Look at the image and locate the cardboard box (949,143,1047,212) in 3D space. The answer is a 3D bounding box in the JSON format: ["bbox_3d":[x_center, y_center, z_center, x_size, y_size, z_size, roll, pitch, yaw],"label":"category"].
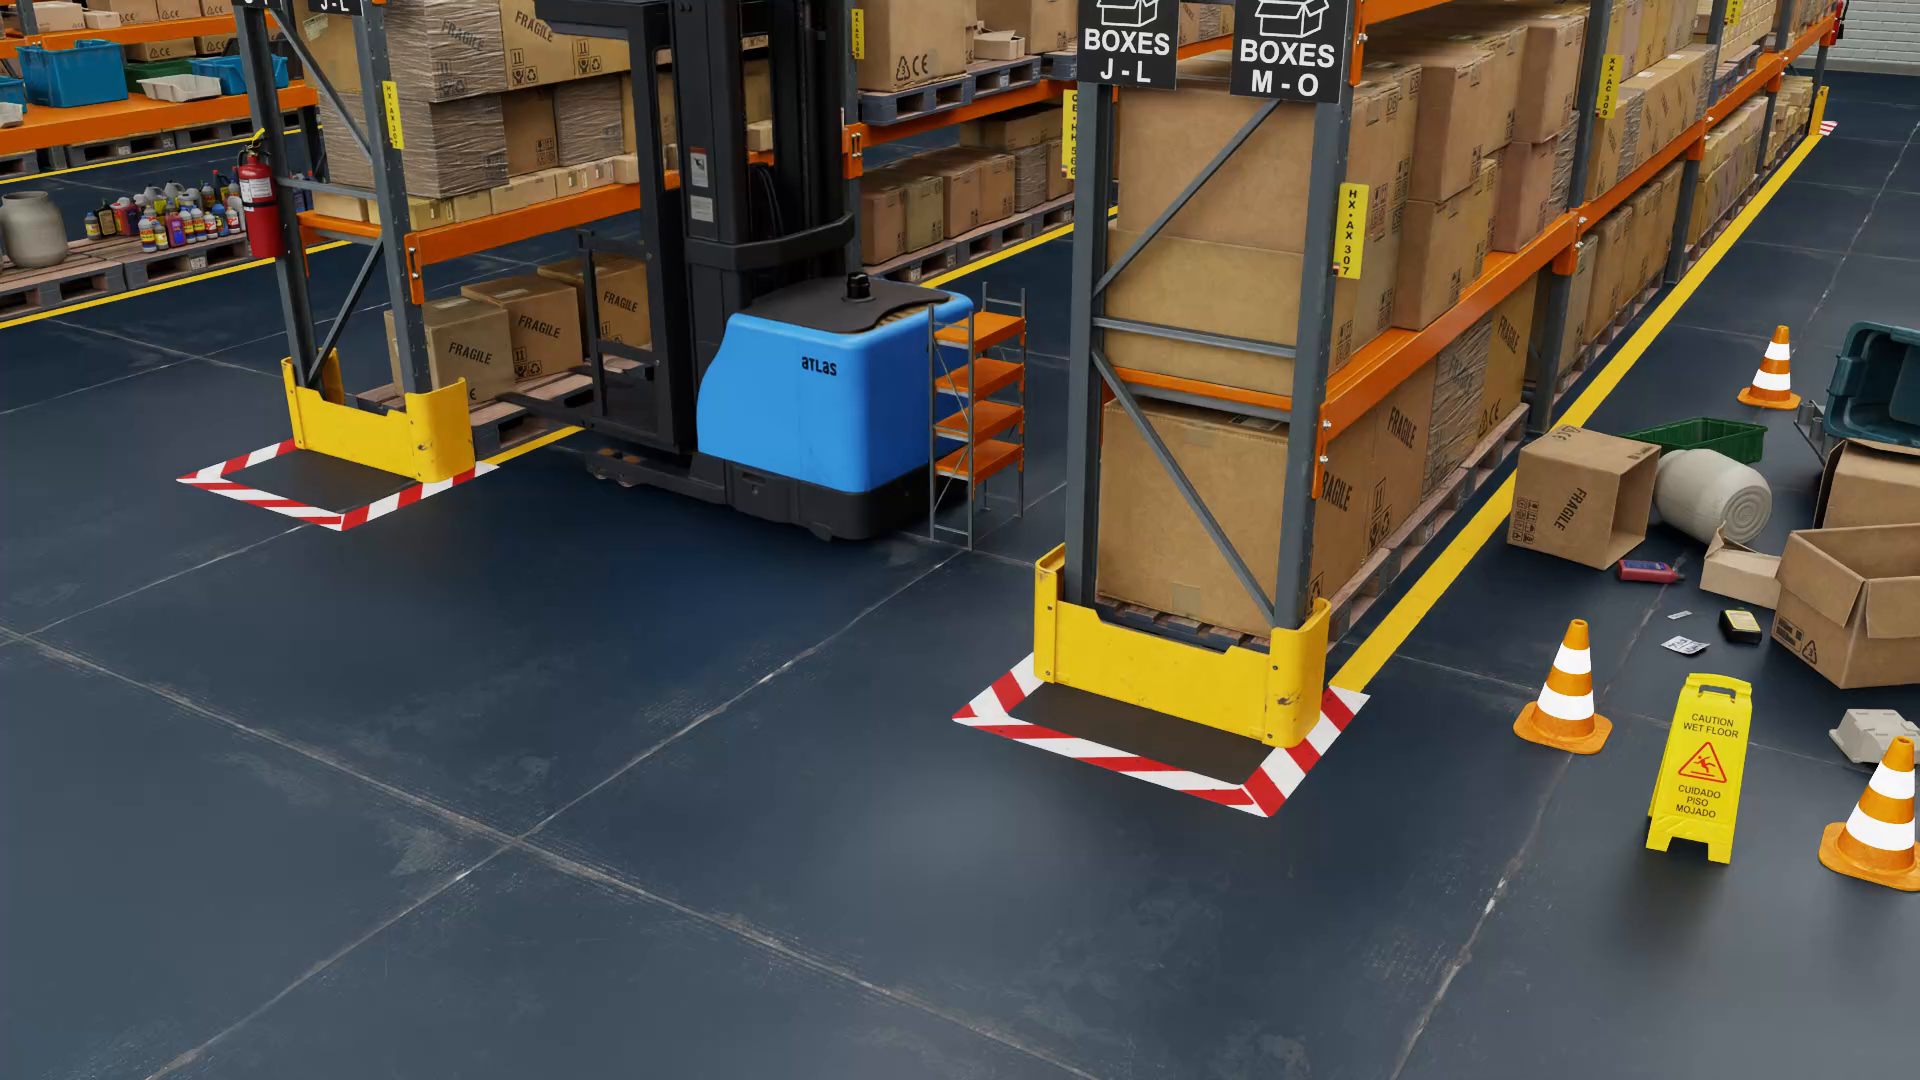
[{"bbox_3d":[0.324,-3.162,14.370,0.700,0.500,0.500,11,26,25],"label":"cardboard box"}]

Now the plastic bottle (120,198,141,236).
[{"bbox_3d":[-6.643,-2.589,13.321,0.061,0.283,0.133,14,27,29],"label":"plastic bottle"}]

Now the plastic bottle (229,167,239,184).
[{"bbox_3d":[-6.154,-3.016,14.221,0.144,0.351,0.185,15,27,30],"label":"plastic bottle"}]

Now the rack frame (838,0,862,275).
[{"bbox_3d":[-1.168,-3.177,11.813,1.000,3.000,0.127,14,27,29],"label":"rack frame"}]

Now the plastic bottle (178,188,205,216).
[{"bbox_3d":[-6.339,-2.752,13.706,0.152,0.276,0.135,14,27,29],"label":"plastic bottle"}]

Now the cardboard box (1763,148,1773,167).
[{"bbox_3d":[7.677,-3.744,16.182,0.380,0.149,0.250,13,26,27],"label":"cardboard box"}]

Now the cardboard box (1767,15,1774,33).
[{"bbox_3d":[7.171,-4.706,15.132,0.380,0.149,0.250,13,27,28],"label":"cardboard box"}]

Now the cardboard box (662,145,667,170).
[{"bbox_3d":[-2.032,-2.356,10.233,0.380,0.149,0.250,14,27,29],"label":"cardboard box"}]

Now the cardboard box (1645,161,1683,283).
[{"bbox_3d":[4.705,-2.427,12.384,1.050,0.750,0.750,13,27,28],"label":"cardboard box"}]

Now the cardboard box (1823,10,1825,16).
[{"bbox_3d":[9.227,-5.793,18.172,0.380,0.149,0.250,14,27,29],"label":"cardboard box"}]

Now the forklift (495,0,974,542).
[{"bbox_3d":[-1.411,-1.781,8.674,3.031,2.935,1.130,16,28,32],"label":"forklift"}]

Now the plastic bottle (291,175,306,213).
[{"bbox_3d":[-5.572,-2.859,13.859,0.144,0.351,0.185,12,26,26],"label":"plastic bottle"}]

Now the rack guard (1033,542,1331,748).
[{"bbox_3d":[0.870,0.402,6.693,1.175,0.500,0.348,14,27,29],"label":"rack guard"}]

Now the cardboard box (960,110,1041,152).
[{"bbox_3d":[0.343,-3.513,14.237,0.500,0.250,0.500,17,29,35],"label":"cardboard box"}]

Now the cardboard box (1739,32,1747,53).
[{"bbox_3d":[6.346,-4.175,13.907,0.380,0.149,0.250,13,27,27],"label":"cardboard box"}]

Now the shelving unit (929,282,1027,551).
[{"bbox_3d":[0.087,-0.606,8.141,0.258,1.200,0.503,14,27,29],"label":"shelving unit"}]

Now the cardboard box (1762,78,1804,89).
[{"bbox_3d":[9.077,-5.007,18.350,0.380,0.149,0.250,14,27,30],"label":"cardboard box"}]

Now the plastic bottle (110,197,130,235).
[{"bbox_3d":[-6.733,-2.608,13.373,0.152,0.276,0.135,14,27,29],"label":"plastic bottle"}]

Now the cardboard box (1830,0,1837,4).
[{"bbox_3d":[9.304,-6.131,18.135,0.500,0.500,0.500,14,27,30],"label":"cardboard box"}]

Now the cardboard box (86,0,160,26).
[{"bbox_3d":[-8.885,-5.734,17.593,0.500,0.500,0.500,16,28,33],"label":"cardboard box"}]

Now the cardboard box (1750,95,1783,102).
[{"bbox_3d":[8.253,-4.481,17.136,0.380,0.149,0.250,13,26,27],"label":"cardboard box"}]

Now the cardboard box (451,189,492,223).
[{"bbox_3d":[-2.777,-1.838,9.037,0.380,0.149,0.250,14,27,29],"label":"cardboard box"}]

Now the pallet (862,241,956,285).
[{"bbox_3d":[-0.759,-2.161,12.975,1.003,0.211,1.213,14,27,29],"label":"pallet"}]

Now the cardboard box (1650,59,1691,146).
[{"bbox_3d":[4.565,-2.954,11.173,0.500,0.500,0.500,13,27,28],"label":"cardboard box"}]

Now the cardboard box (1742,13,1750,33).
[{"bbox_3d":[6.345,-4.316,13.856,0.380,0.149,0.250,15,28,31],"label":"cardboard box"}]

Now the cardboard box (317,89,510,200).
[{"bbox_3d":[-2.965,-2.189,9.031,0.875,0.500,0.500,14,27,29],"label":"cardboard box"}]

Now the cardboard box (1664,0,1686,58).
[{"bbox_3d":[4.591,-3.638,11.493,0.700,0.500,0.500,13,27,28],"label":"cardboard box"}]

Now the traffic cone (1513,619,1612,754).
[{"bbox_3d":[2.369,0.529,6.446,0.336,0.463,0.334,14,27,29],"label":"traffic cone"}]

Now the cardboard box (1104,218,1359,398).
[{"bbox_3d":[1.040,-0.957,6.496,0.875,0.550,0.550,14,27,29],"label":"cardboard box"}]

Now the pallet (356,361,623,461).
[{"bbox_3d":[-2.779,-0.840,9.924,1.003,0.211,1.213,14,27,29],"label":"pallet"}]

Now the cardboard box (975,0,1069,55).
[{"bbox_3d":[0.481,-4.366,13.905,0.700,0.500,0.500,19,30,37],"label":"cardboard box"}]

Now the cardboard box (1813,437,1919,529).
[{"bbox_3d":[4.403,-0.108,7.695,0.797,0.637,0.503,14,27,29],"label":"cardboard box"}]

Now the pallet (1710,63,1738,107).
[{"bbox_3d":[5.388,-3.628,13.097,1.213,0.211,1.003,14,27,29],"label":"pallet"}]

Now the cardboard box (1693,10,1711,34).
[{"bbox_3d":[5.513,-3.921,12.570,0.380,0.149,0.250,14,27,29],"label":"cardboard box"}]

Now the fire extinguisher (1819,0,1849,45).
[{"bbox_3d":[9.847,-5.935,18.752,0.296,0.674,0.183,14,27,29],"label":"fire extinguisher"}]

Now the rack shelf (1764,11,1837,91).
[{"bbox_3d":[8.267,-5.149,17.273,1.077,0.370,4.000,14,27,29],"label":"rack shelf"}]

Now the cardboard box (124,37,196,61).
[{"bbox_3d":[-11.183,-7.068,22.979,0.750,0.750,0.750,13,27,28],"label":"cardboard box"}]

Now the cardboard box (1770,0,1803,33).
[{"bbox_3d":[7.688,-5.100,15.756,0.500,0.500,0.500,13,27,28],"label":"cardboard box"}]

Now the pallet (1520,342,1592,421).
[{"bbox_3d":[3.335,-1.100,10.526,1.003,0.211,1.213,14,27,29],"label":"pallet"}]

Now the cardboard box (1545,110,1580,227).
[{"bbox_3d":[2.808,-2.045,9.010,0.875,0.550,0.550,14,27,29],"label":"cardboard box"}]

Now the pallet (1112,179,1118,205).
[{"bbox_3d":[1.422,-3.498,16.064,1.003,0.211,1.213,14,27,29],"label":"pallet"}]

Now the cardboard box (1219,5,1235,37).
[{"bbox_3d":[2.500,-5.365,16.741,0.500,0.500,0.500,14,27,28],"label":"cardboard box"}]

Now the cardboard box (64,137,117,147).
[{"bbox_3d":[-9.159,-4.269,17.269,0.500,0.250,0.500,13,27,28],"label":"cardboard box"}]

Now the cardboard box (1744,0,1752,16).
[{"bbox_3d":[6.337,-4.447,13.785,0.380,0.149,0.250,13,27,28],"label":"cardboard box"}]

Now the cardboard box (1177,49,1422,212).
[{"bbox_3d":[1.323,-1.640,6.715,0.875,0.550,0.550,14,27,29],"label":"cardboard box"}]

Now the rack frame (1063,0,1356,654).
[{"bbox_3d":[0.882,-0.754,6.215,1.000,3.000,0.127,14,27,29],"label":"rack frame"}]

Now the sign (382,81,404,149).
[{"bbox_3d":[-2.817,-2.111,8.260,0.100,0.325,0.005,14,27,29],"label":"sign"}]

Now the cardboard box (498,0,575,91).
[{"bbox_3d":[-2.487,-2.764,9.101,0.500,0.500,0.500,14,27,29],"label":"cardboard box"}]

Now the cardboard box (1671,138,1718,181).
[{"bbox_3d":[5.672,-3.025,13.137,0.500,0.250,0.500,13,26,27],"label":"cardboard box"}]

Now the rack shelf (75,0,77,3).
[{"bbox_3d":[-10.628,-7.986,23.828,1.077,0.370,4.000,14,27,29],"label":"rack shelf"}]

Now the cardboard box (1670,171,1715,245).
[{"bbox_3d":[5.692,-2.685,13.293,0.500,0.500,0.500,13,26,27],"label":"cardboard box"}]

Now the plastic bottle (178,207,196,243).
[{"bbox_3d":[-6.084,-2.477,13.077,0.097,0.271,0.097,0,23,0],"label":"plastic bottle"}]

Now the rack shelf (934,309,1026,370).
[{"bbox_3d":[0.087,-0.967,7.985,0.258,0.148,0.480,14,27,29],"label":"rack shelf"}]

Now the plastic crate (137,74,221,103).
[{"bbox_3d":[-6.017,-3.493,12.875,0.530,0.136,0.437,14,27,29],"label":"plastic crate"}]

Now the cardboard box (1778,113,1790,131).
[{"bbox_3d":[8.327,-4.324,17.149,0.380,0.149,0.250,14,27,29],"label":"cardboard box"}]

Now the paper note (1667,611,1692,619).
[{"bbox_3d":[3.230,0.336,7.460,0.123,0.001,0.032,-12,26,-26],"label":"paper note"}]

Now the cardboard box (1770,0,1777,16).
[{"bbox_3d":[7.170,-4.842,15.072,0.380,0.149,0.250,15,27,31],"label":"cardboard box"}]

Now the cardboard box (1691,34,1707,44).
[{"bbox_3d":[5.528,-3.789,12.639,0.380,0.149,0.250,15,28,31],"label":"cardboard box"}]
